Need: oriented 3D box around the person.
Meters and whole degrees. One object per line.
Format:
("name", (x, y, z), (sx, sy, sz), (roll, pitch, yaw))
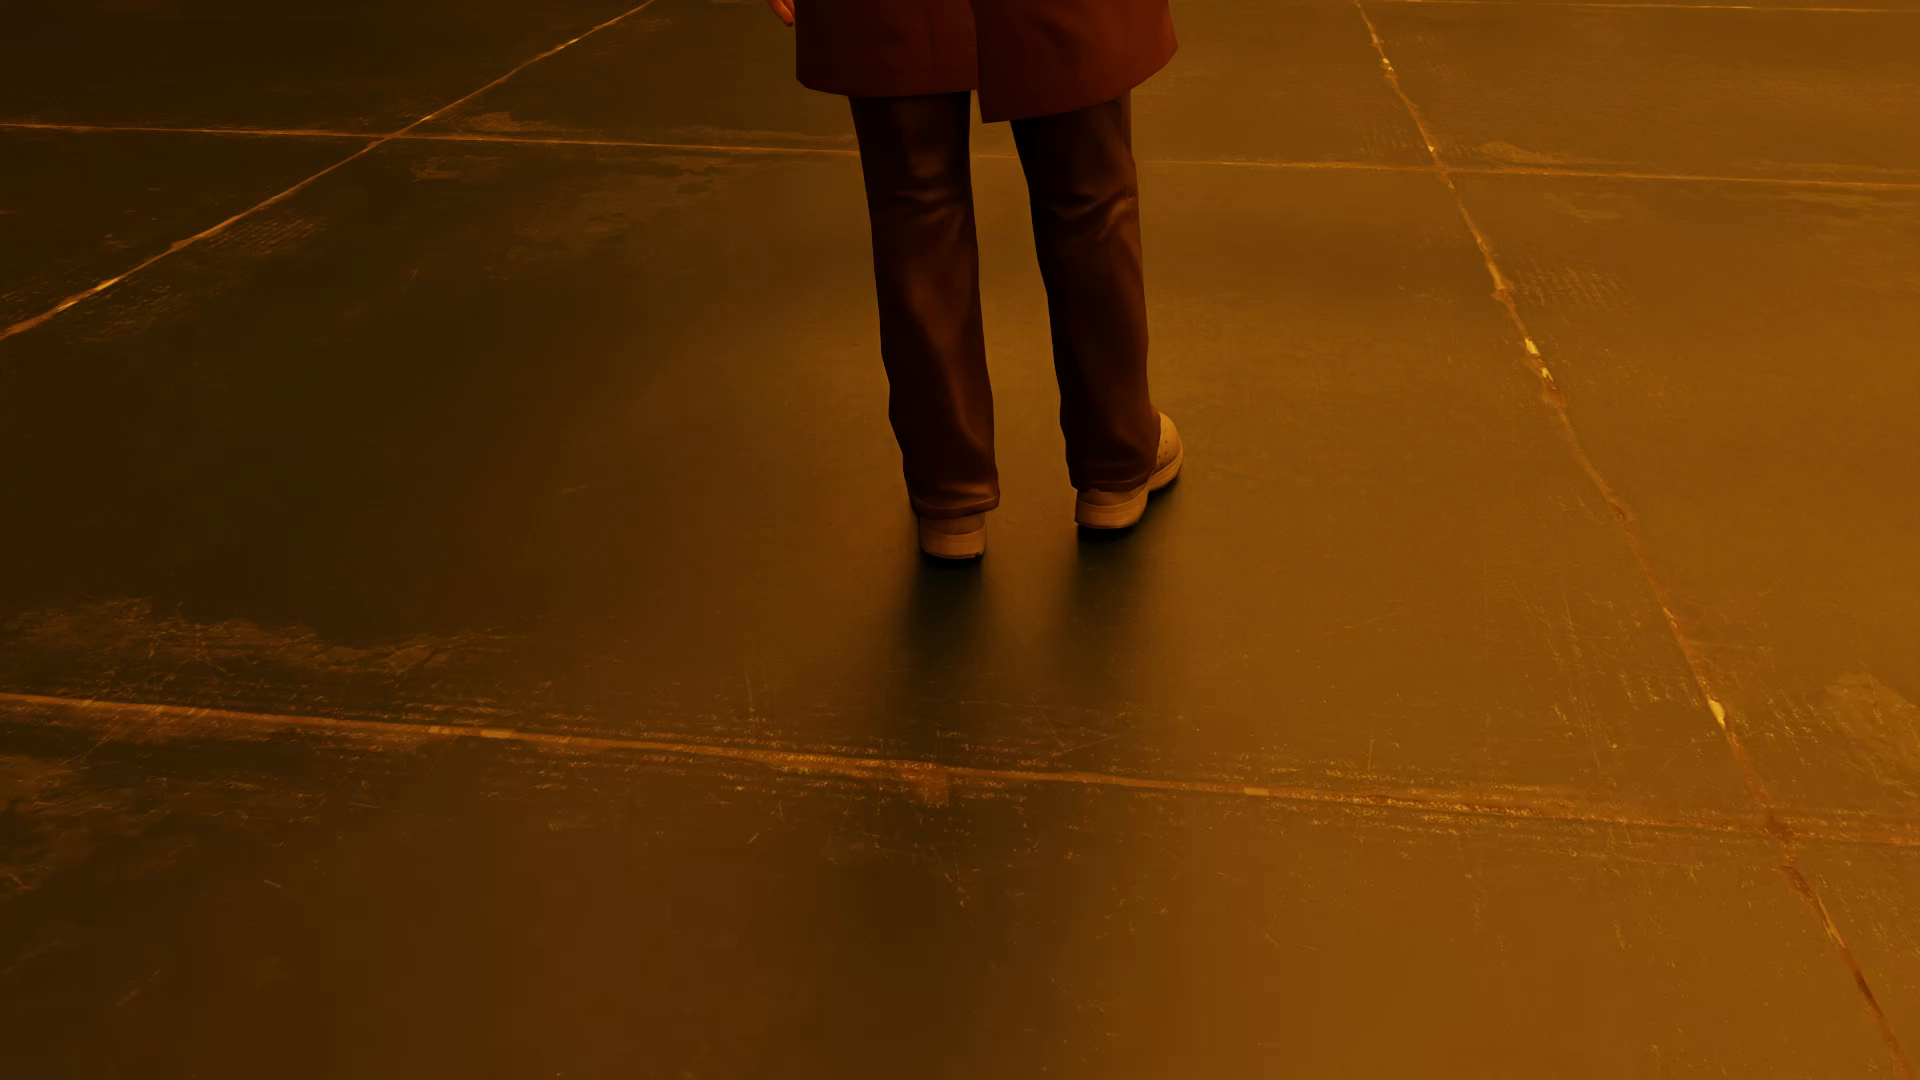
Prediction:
("person", (0.016, -0.843, 2.181), (0.698, 1.777, 0.579), (3, 27, 7))
